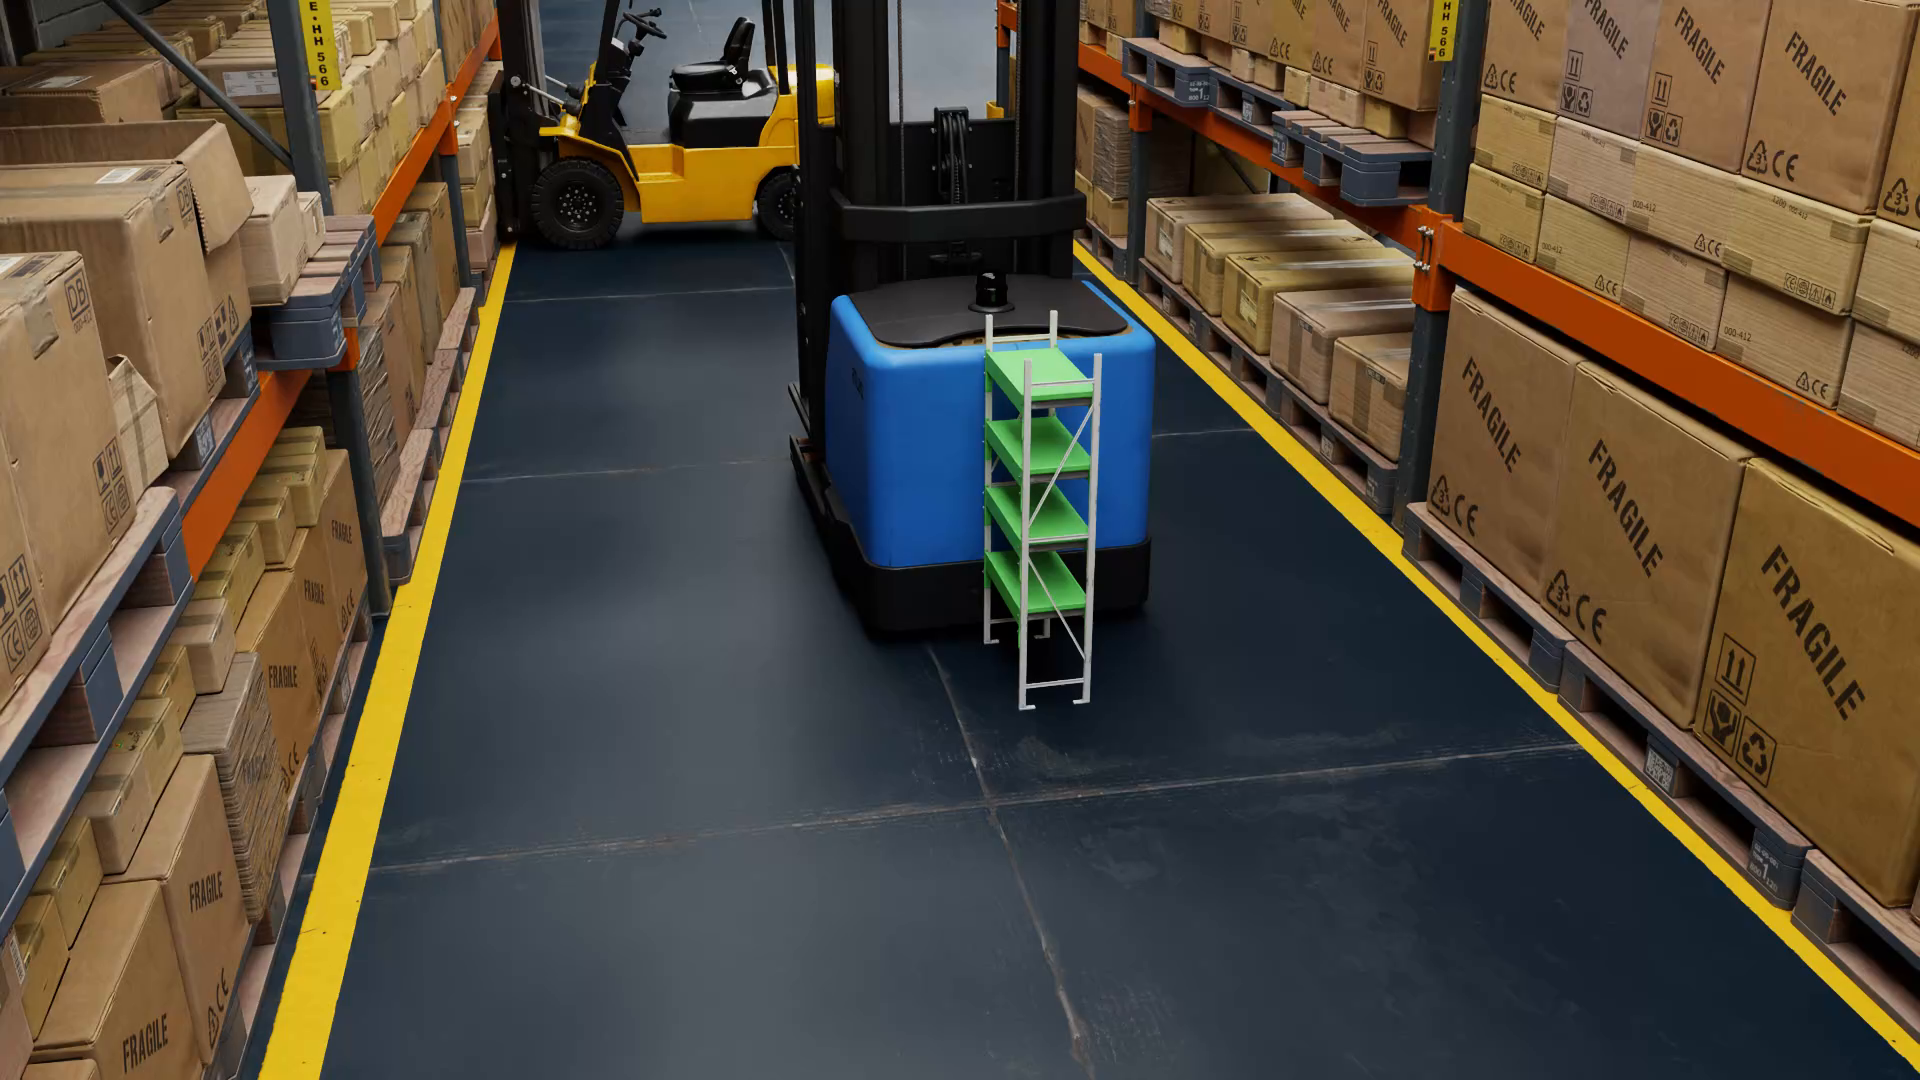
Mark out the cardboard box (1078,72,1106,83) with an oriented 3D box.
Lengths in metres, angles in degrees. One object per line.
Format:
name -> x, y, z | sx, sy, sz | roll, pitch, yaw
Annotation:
cardboard box -> 0.872, -3.116, 12.110 | 0.500, 0.500, 0.500 | -4, 24, -9

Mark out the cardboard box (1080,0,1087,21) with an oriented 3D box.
cardboard box -> 1.014, -3.761, 11.117 | 0.500, 0.500, 0.500 | -4, 24, -8

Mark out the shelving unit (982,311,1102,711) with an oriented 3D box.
shelving unit -> 0.257, -0.098, 5.475 | 0.258, 1.200, 0.503 | -5, 24, -12

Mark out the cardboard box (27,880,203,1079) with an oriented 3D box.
cardboard box -> -1.831, 1.036, 3.228 | 0.500, 0.500, 0.500 | -5, 24, -10

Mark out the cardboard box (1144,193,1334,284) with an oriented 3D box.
cardboard box -> 1.643, -1.799, 9.879 | 0.950, 0.372, 0.625 | -4, 24, -9

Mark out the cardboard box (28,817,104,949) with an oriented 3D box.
cardboard box -> -1.909, 0.684, 3.225 | 0.380, 0.149, 0.250 | -5, 24, -11

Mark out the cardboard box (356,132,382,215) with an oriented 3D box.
cardboard box -> -2.524, -1.397, 6.387 | 0.500, 0.250, 0.500 | -5, 24, -11

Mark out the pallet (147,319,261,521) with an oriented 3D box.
pallet -> -2.230, -0.222, 3.750 | 1.003, 0.211, 1.213 | -4, 24, -10

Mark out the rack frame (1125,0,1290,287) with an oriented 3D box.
rack frame -> 1.543, -3.017, 9.909 | 1.000, 3.000, 0.127 | -4, 24, -10

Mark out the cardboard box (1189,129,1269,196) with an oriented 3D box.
cardboard box -> 1.700, -2.545, 10.803 | 0.500, 0.500, 0.500 | -3, 24, -7

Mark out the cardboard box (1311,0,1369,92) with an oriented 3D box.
cardboard box -> 1.819, -2.179, 6.969 | 0.500, 0.500, 0.500 | -5, 24, -11

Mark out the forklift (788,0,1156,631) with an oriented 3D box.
forklift -> -0.139, -1.586, 6.719 | 1.130, 2.935, 3.031 | -5, 24, -12

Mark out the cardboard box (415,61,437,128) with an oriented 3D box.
cardboard box -> -2.885, -2.203, 8.234 | 0.500, 0.250, 0.500 | -4, 24, -10

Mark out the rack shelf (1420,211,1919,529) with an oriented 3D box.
rack shelf -> 2.653, -0.327, 4.650 | 1.077, 0.370, 4.000 | -4, 24, -10

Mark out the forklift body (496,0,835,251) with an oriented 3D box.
forklift body -> -1.930, -3.221, 11.439 | 2.313, 2.155, 1.214 | -4, 24, -10

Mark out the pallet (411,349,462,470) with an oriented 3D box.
pallet -> -2.930, -0.602, 7.865 | 1.003, 0.211, 1.213 | -4, 24, -10

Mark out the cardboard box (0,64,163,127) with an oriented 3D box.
cardboard box -> -2.653, -1.099, 4.868 | 0.500, 0.500, 0.500 | -3, 24, -7

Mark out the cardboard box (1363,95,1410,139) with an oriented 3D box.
cardboard box -> 1.870, -1.732, 6.758 | 0.380, 0.149, 0.250 | -4, 24, -9

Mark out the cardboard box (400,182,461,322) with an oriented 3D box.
cardboard box -> -3.227, -1.548, 8.988 | 0.875, 0.625, 0.625 | -3, 24, -7

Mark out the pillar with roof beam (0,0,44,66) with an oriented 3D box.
pillar with roof beam -> 0.510, -4.588, 6.013 | 9.100, 9.000, 0.400 | -4, 24, -10

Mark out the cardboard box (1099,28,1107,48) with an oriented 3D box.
cardboard box -> 1.128, -3.310, 10.896 | 0.380, 0.149, 0.250 | -5, 24, -10

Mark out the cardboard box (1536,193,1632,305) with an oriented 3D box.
cardboard box -> 2.239, -0.963, 5.394 | 0.500, 0.250, 0.500 | -5, 24, -11

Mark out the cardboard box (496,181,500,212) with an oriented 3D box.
cardboard box -> -3.392, -2.396, 11.399 | 0.500, 0.250, 0.500 | -4, 24, -8

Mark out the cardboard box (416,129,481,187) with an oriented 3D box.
cardboard box -> -3.115, -2.252, 9.820 | 0.500, 0.250, 0.500 | -5, 24, -11

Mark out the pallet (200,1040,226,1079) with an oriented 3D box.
pallet -> -2.042, 1.460, 3.144 | 1.003, 0.211, 1.213 | -4, 24, -10

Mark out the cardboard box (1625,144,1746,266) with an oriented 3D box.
cardboard box -> 2.309, -0.986, 4.822 | 0.500, 0.250, 0.500 | -4, 24, -10

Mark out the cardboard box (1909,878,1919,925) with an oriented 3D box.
cardboard box -> 2.829, 0.673, 3.591 | 0.875, 0.875, 0.875 | -4, 24, -8

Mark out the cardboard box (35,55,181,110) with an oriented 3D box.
cardboard box -> -2.853, -1.531, 5.571 | 0.380, 0.149, 0.250 | -4, 24, -8

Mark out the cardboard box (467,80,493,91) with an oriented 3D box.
cardboard box -> -3.479, -3.056, 11.660 | 0.500, 0.250, 0.500 | -4, 24, -9

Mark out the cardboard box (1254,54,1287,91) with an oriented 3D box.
cardboard box -> 1.627, -2.236, 7.911 | 0.380, 0.149, 0.250 | -5, 24, -11

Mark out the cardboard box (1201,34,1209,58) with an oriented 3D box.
cardboard box -> 1.500, -2.649, 8.856 | 0.380, 0.149, 0.250 | -3, 24, -6

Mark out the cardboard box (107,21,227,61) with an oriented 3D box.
cardboard box -> -3.085, -1.932, 6.489 | 0.380, 0.149, 0.250 | -4, 24, -10

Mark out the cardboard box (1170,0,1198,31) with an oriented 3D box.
cardboard box -> 1.441, -2.989, 8.824 | 0.500, 0.500, 0.500 | -4, 24, -10

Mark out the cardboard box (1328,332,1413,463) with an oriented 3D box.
cardboard box -> 2.188, -0.655, 7.259 | 0.950, 0.372, 0.625 | -6, 24, -13

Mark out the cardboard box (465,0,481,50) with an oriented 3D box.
cardboard box -> -3.439, -3.490, 10.868 | 0.500, 0.500, 0.500 | -4, 24, -9

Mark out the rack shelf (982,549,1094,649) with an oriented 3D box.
rack shelf -> 0.257, 0.181, 5.597 | 0.258, 0.148, 0.480 | -5, 24, -12

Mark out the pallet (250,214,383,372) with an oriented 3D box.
pallet -> -2.400, -0.725, 4.902 | 1.213, 0.211, 1.003 | -4, 24, -10

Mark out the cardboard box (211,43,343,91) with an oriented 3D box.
cardboard box -> -2.414, -1.670, 5.890 | 0.380, 0.149, 0.250 | -4, 24, -9

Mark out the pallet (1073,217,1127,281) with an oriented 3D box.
pallet -> 1.384, -2.000, 11.066 | 1.003, 0.211, 1.213 | -4, 24, -10

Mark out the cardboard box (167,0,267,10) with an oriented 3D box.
cardboard box -> -3.296, -2.331, 7.405 | 0.380, 0.149, 0.250 | -4, 24, -10

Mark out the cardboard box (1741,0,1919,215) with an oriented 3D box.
cardboard box -> 2.406, -1.138, 4.233 | 0.500, 0.500, 0.500 | -4, 24, -9

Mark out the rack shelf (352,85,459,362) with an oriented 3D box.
rack shelf -> -2.964, -1.532, 7.408 | 1.077, 0.370, 4.000 | -4, 24, -10

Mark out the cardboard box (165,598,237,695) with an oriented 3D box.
cardboard box -> -2.037, 0.280, 4.148 | 0.380, 0.149, 0.250 | -5, 24, -12

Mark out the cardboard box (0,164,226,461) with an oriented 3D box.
cardboard box -> -1.965, -0.459, 3.403 | 0.700, 0.500, 0.500 | -4, 24, -10

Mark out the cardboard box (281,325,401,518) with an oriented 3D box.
cardboard box -> -2.696, -0.425, 6.418 | 0.875, 0.625, 0.625 | -4, 24, -8

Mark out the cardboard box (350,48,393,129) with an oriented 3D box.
cardboard box -> -2.607, -1.832, 6.759 | 0.500, 0.250, 0.500 | -5, 24, -11

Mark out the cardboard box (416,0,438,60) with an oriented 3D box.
cardboard box -> -2.992, -2.634, 8.596 | 0.500, 0.250, 0.500 | -5, 24, -11

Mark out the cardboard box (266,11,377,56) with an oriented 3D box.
cardboard box -> -2.613, -2.072, 6.810 | 0.380, 0.149, 0.250 | -4, 24, -9

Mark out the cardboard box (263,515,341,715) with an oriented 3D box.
cardboard box -> -2.223, 0.227, 5.082 | 0.500, 0.500, 0.500 | -5, 24, -11

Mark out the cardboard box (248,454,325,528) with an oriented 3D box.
cardboard box -> -2.173, -0.138, 5.107 | 0.380, 0.149, 0.250 | -6, 24, -12
